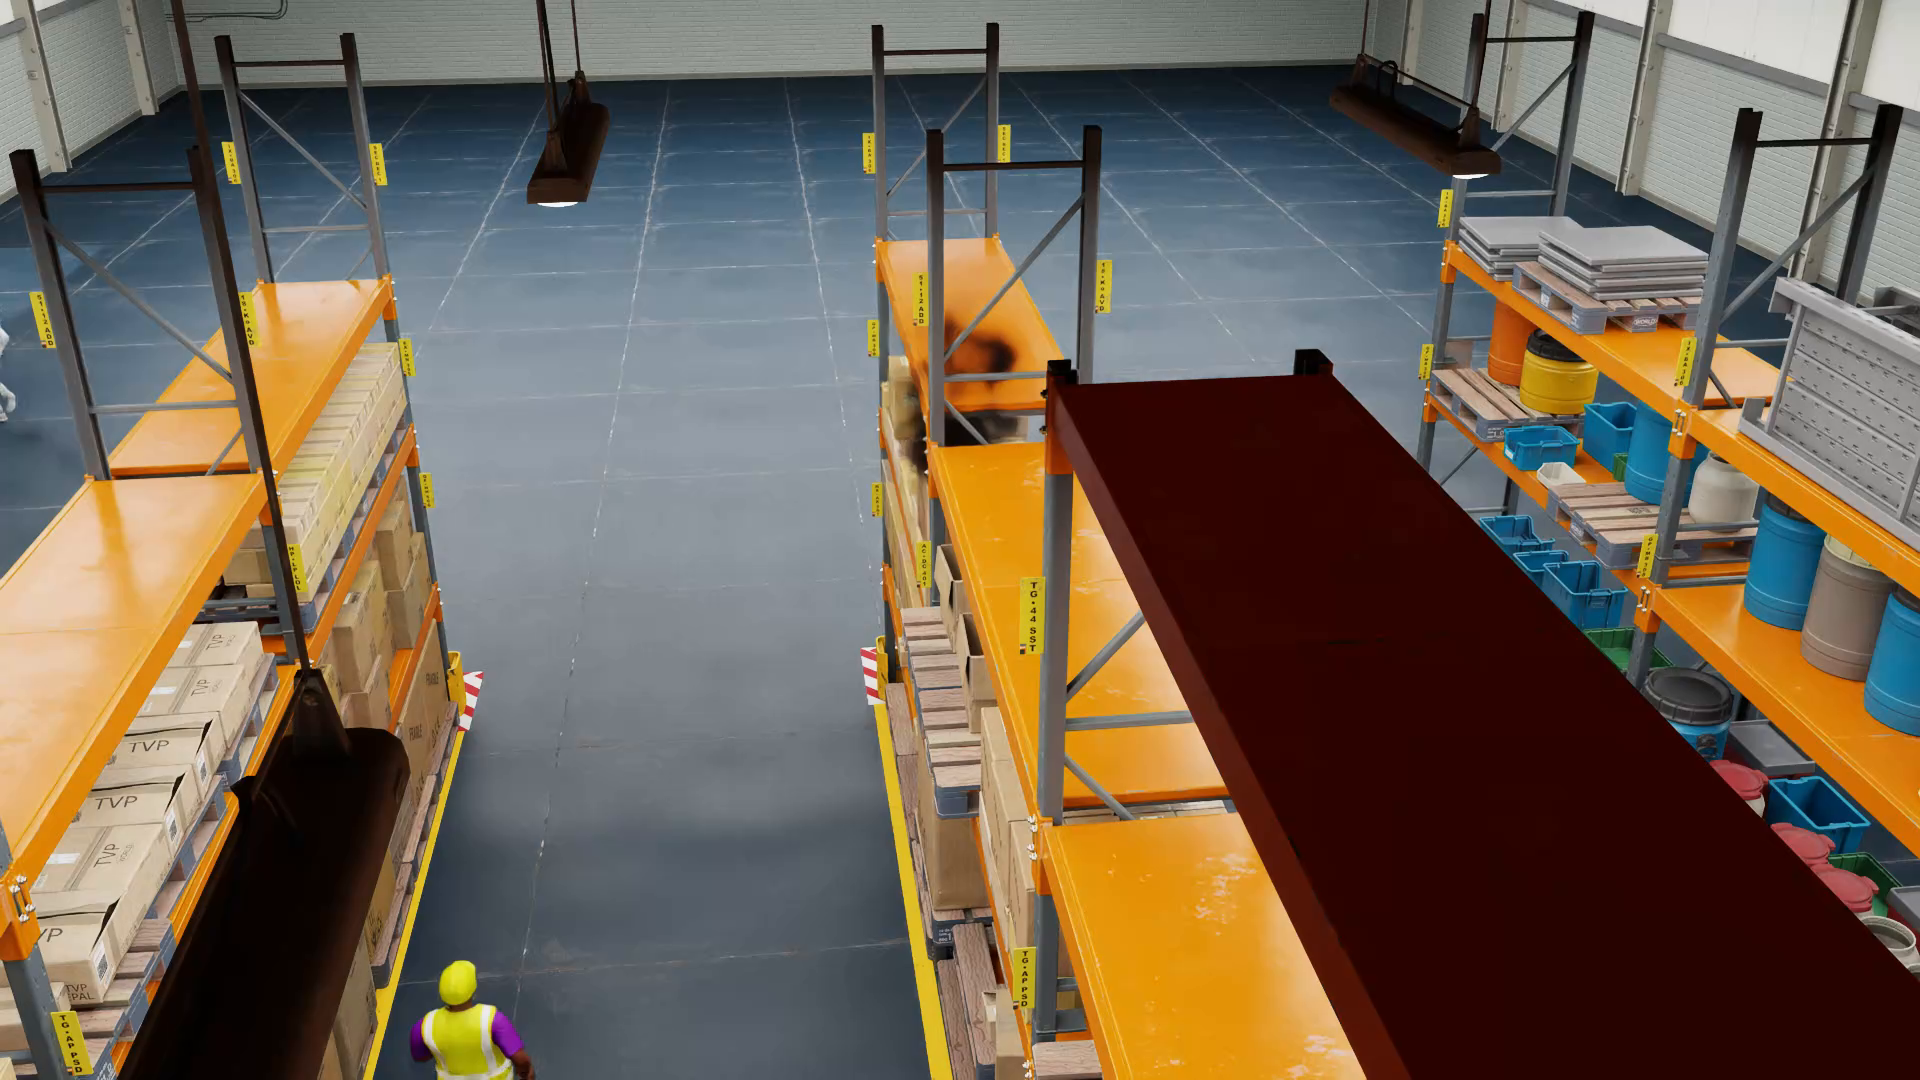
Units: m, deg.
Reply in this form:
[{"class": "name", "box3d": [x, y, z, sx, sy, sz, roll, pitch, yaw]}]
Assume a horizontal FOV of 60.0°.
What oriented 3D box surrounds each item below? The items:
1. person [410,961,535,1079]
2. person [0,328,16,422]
[{"class": "person", "box3d": [-2.842, 3.168, 9.814, 0.686, 1.739, 0.667, -5, 26, -10]}, {"class": "person", "box3d": [-12.601, -2.319, 21.466, 0.548, 1.654, 0.614, 15, 29, 29]}]
